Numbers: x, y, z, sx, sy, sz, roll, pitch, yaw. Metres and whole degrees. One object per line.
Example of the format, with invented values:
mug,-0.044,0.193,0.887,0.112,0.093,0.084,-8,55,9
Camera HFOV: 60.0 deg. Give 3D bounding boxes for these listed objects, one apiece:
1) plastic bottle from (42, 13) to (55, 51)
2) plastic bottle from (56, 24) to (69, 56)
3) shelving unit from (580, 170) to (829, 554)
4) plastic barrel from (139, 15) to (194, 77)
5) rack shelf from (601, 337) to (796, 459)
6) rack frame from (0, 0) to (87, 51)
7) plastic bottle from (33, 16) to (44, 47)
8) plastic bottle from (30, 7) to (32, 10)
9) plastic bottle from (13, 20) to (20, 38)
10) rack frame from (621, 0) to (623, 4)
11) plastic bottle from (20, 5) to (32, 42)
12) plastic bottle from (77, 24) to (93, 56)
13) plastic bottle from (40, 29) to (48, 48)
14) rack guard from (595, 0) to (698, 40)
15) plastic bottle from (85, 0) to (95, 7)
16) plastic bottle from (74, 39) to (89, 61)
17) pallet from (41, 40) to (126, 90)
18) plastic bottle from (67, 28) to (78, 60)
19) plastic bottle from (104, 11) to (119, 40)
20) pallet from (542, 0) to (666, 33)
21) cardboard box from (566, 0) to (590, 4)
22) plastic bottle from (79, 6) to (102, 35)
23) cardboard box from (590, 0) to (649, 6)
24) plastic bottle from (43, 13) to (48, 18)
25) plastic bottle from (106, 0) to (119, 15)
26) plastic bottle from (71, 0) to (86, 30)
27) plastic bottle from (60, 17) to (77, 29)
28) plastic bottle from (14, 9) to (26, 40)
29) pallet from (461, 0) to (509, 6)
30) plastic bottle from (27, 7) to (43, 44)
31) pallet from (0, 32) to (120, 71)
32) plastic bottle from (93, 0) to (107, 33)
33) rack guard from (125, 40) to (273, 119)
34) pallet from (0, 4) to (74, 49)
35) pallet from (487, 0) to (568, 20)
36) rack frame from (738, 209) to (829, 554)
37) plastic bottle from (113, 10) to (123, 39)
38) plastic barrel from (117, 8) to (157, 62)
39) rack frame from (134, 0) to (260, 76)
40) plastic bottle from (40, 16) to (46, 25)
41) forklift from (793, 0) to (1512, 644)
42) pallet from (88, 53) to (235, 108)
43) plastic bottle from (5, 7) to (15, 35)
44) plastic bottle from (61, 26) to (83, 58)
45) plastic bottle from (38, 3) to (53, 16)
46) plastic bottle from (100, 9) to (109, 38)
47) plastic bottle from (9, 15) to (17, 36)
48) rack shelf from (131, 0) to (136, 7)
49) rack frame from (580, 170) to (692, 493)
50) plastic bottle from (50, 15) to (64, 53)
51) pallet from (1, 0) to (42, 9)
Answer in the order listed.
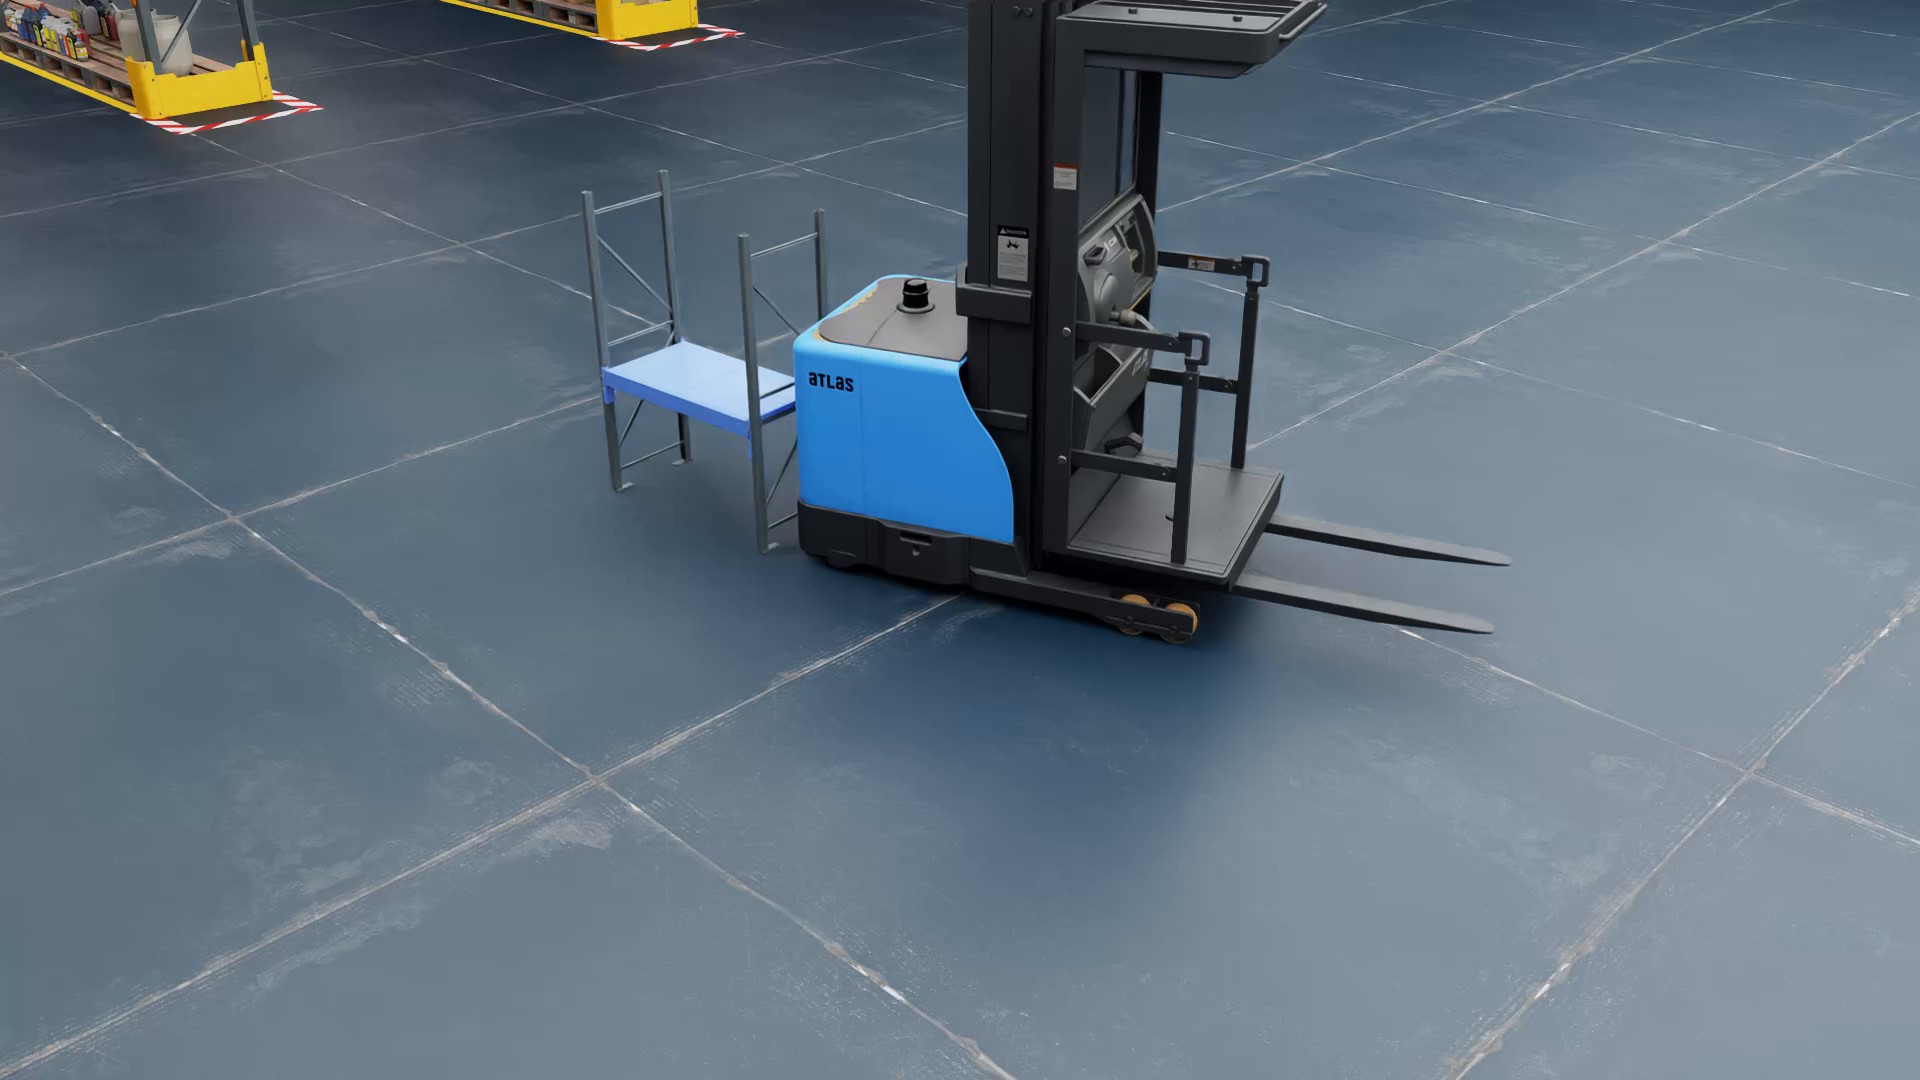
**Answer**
plastic bottle,-9.011,-5.058,16.519,0.185,0.351,0.144,24,36,38
plastic bottle,-8.758,-4.911,16.321,0.135,0.276,0.152,23,36,37
shelving unit,-1.153,-0.842,7.740,1.048,1.500,0.538,21,34,34
plastic barrel,-7.404,-4.606,15.508,0.421,0.512,0.421,0,28,0
rack shelf,-1.153,-0.683,7.824,1.000,0.185,0.538,21,34,34
rack frame,-9.734,-6.637,17.149,0.127,3.000,1.000,25,36,38
plastic bottle,-9.226,-5.099,16.670,0.061,0.283,0.133,-23,36,-37
plastic bottle,-9.490,-5.319,17.089,0.133,0.283,0.061,25,36,38
plastic bottle,-9.669,-5.277,17.097,0.097,0.201,0.097,0,28,0
rack frame,-3.409,-6.975,17.793,0.127,3.000,1.000,25,36,38
plastic bottle,-9.449,-5.258,16.900,0.144,0.351,0.185,-24,36,-38
plastic bottle,-8.585,-4.905,16.301,0.133,0.283,0.061,25,36,38
plastic bottle,-9.129,-5.030,16.627,0.097,0.201,0.097,0,28,0
rack guard,-3.463,-5.894,18.422,0.348,0.500,1.175,25,36,38
plastic bottle,-9.072,-5.545,17.445,0.185,0.351,0.144,23,36,37
plastic bottle,-8.498,-4.742,16.079,0.097,0.201,0.097,0,28,0
pallet,-8.410,-4.772,16.598,1.213,0.211,1.003,25,36,38
plastic bottle,-8.594,-4.810,16.121,0.061,0.283,0.133,-24,36,-38
plastic bottle,-8.666,-5.257,16.971,0.133,0.283,0.061,25,36,38
pallet,-4.018,-6.043,19.015,1.213,0.211,1.003,25,36,38
cardboard box,-4.293,-6.448,19.024,0.500,0.500,0.500,-15,31,-27
plastic bottle,-9.021,-5.392,17.235,0.135,0.276,0.152,25,36,38
cardboard box,-3.842,-6.264,18.675,0.500,0.500,0.500,-18,33,-30
plastic bottle,-9.261,-5.216,16.905,0.097,0.271,0.097,0,28,0
plastic bottle,-8.705,-5.377,17.126,0.185,0.351,0.144,24,36,38
plastic bottle,-9.173,-5.497,17.354,0.185,0.351,0.144,25,36,38
plastic bottle,-8.925,-5.082,16.646,0.135,0.276,0.152,25,36,38
plastic bottle,-9.564,-5.280,17.023,0.152,0.276,0.135,-24,36,-37
pallet,-5.757,-6.839,20.530,1.213,0.211,1.003,25,36,38
plastic bottle,-9.314,-5.197,16.783,0.185,0.351,0.144,23,35,36
pallet,-9.284,-5.170,17.355,1.213,0.211,1.003,25,36,38
plastic bottle,-8.935,-5.482,17.326,0.185,0.351,0.144,22,35,36
rack guard,-6.968,-4.235,15.266,0.348,0.500,1.175,25,36,38
pallet,-10.321,-5.646,18.261,1.213,0.211,1.003,25,36,38
pallet,-4.883,-6.441,19.772,1.213,0.211,1.003,25,36,38
rack frame,-0.760,-0.693,7.456,0.032,1.500,0.500,21,34,34
plastic bottle,-8.592,-5.289,17.040,0.152,0.276,0.135,-25,36,-38
plastic barrel,-7.762,-4.769,15.819,0.421,0.512,0.421,0,28,0
rack frame,-6.881,-5.332,14.667,0.127,3.000,1.000,25,36,38
plastic bottle,-9.183,-5.126,16.734,0.097,0.271,0.097,0,28,0
forklift,0.836,-1.146,6.780,3.031,2.935,1.130,11,30,20
pallet,-7.544,-4.374,15.841,1.213,0.211,1.003,25,36,38
plastic bottle,-9.814,-5.375,17.207,0.097,0.271,0.097,0,28,0
plastic bottle,-8.659,-4.866,16.235,0.135,0.276,0.152,25,37,39
plastic bottle,-9.348,-5.306,16.991,0.185,0.351,0.144,25,36,38
plastic bottle,-8.759,-5.304,17.061,0.133,0.283,0.061,25,36,38
plastic bottle,-9.741,-5.310,17.160,0.097,0.201,0.097,0,28,0
rack shelf,-8.307,-5.666,16.075,4.000,0.370,1.077,25,36,38
rack frame,-1.547,-0.992,8.025,0.032,1.500,0.500,21,34,34
plastic bottle,-8.879,-4.997,16.404,0.144,0.351,0.185,-24,36,-37
pallet,-11.195,-6.044,19.018,1.213,0.211,1.003,25,36,38
